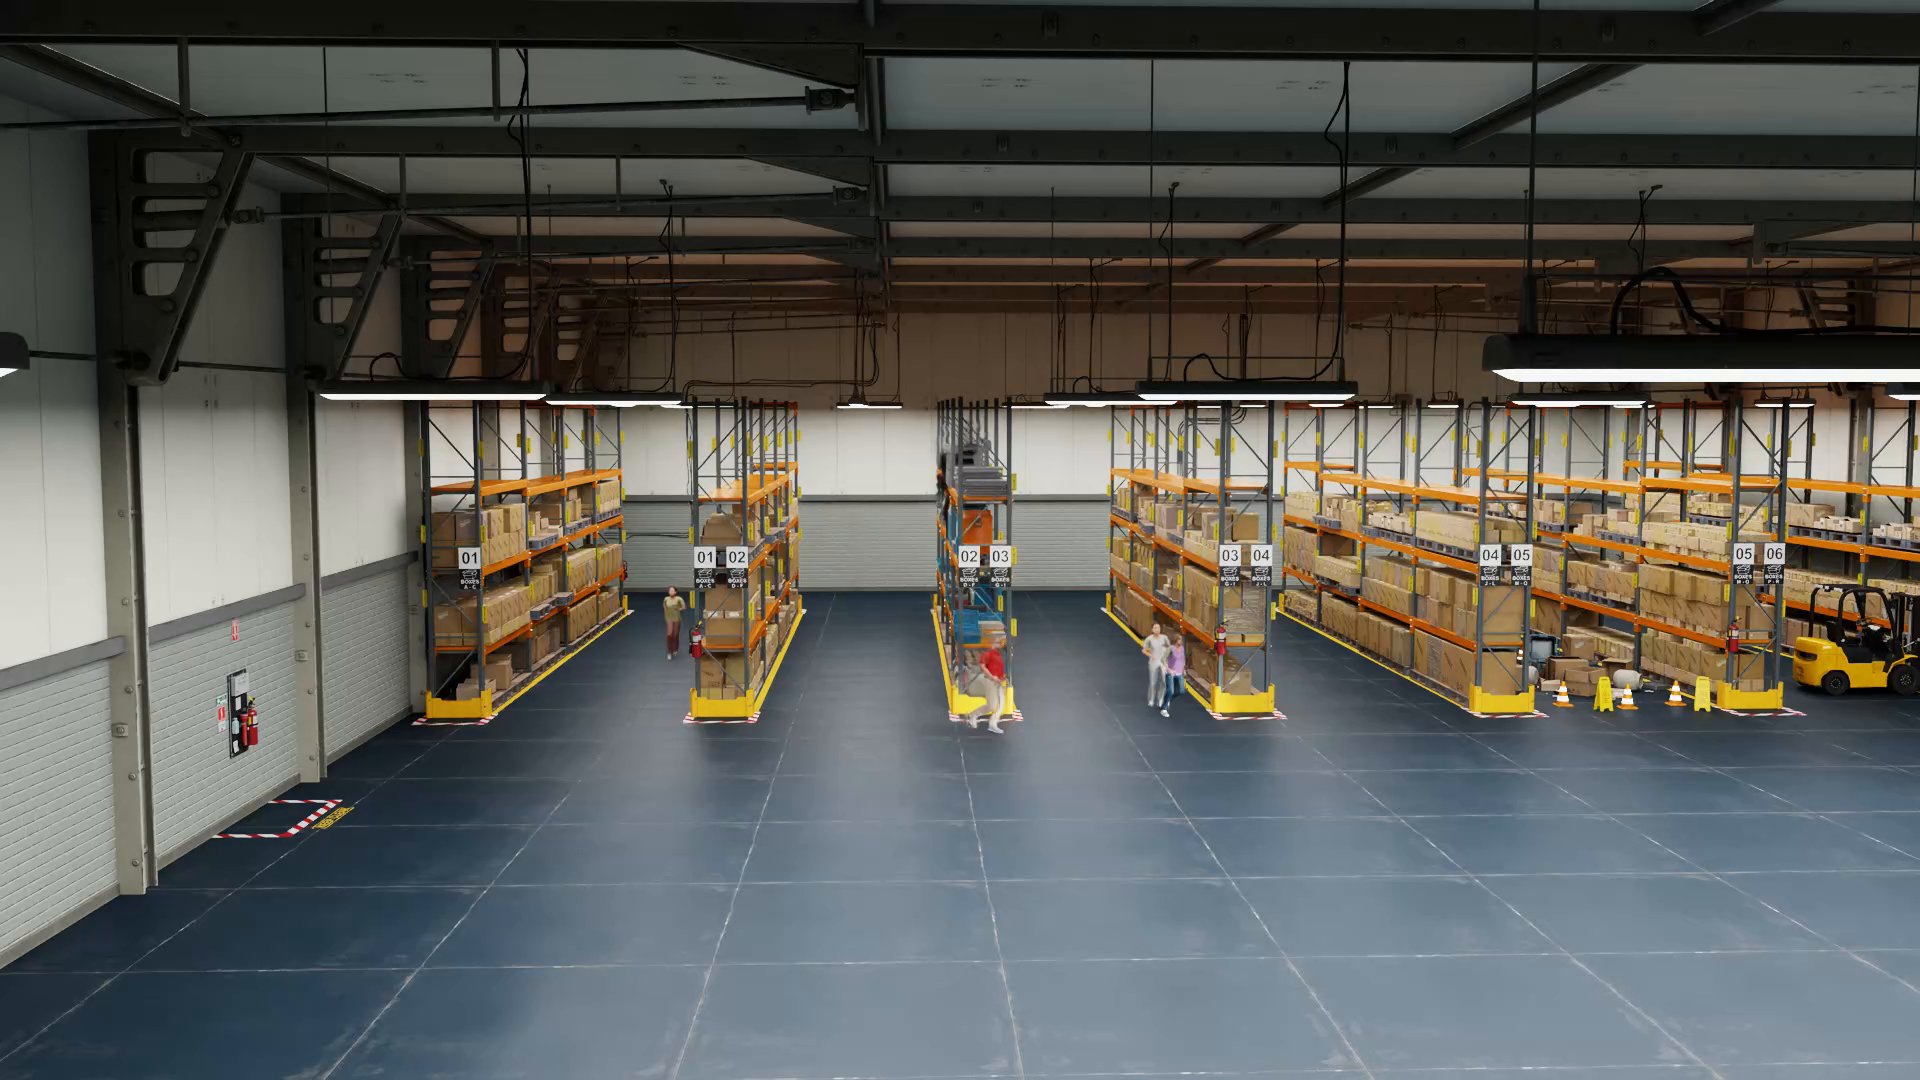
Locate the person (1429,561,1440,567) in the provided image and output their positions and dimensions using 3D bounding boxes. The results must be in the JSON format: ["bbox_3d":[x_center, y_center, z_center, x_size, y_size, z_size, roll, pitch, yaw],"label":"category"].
[{"bbox_3d":[14.052,1.103,49.303,0.510,1.639,0.653,1,5,11],"label":"person"}]

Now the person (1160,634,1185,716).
[{"bbox_3d":[4.061,2.541,31.377,0.595,1.545,0.476,-2,5,-27],"label":"person"}]

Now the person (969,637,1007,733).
[{"bbox_3d":[0.541,2.584,29.885,0.694,1.689,0.699,2,5,26],"label":"person"}]

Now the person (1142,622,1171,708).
[{"bbox_3d":[3.809,2.408,32.087,0.600,1.668,0.629,-1,4,-7],"label":"person"}]

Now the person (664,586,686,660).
[{"bbox_3d":[-6.629,1.920,38.641,0.547,1.726,0.720,0,4,-2],"label":"person"}]
